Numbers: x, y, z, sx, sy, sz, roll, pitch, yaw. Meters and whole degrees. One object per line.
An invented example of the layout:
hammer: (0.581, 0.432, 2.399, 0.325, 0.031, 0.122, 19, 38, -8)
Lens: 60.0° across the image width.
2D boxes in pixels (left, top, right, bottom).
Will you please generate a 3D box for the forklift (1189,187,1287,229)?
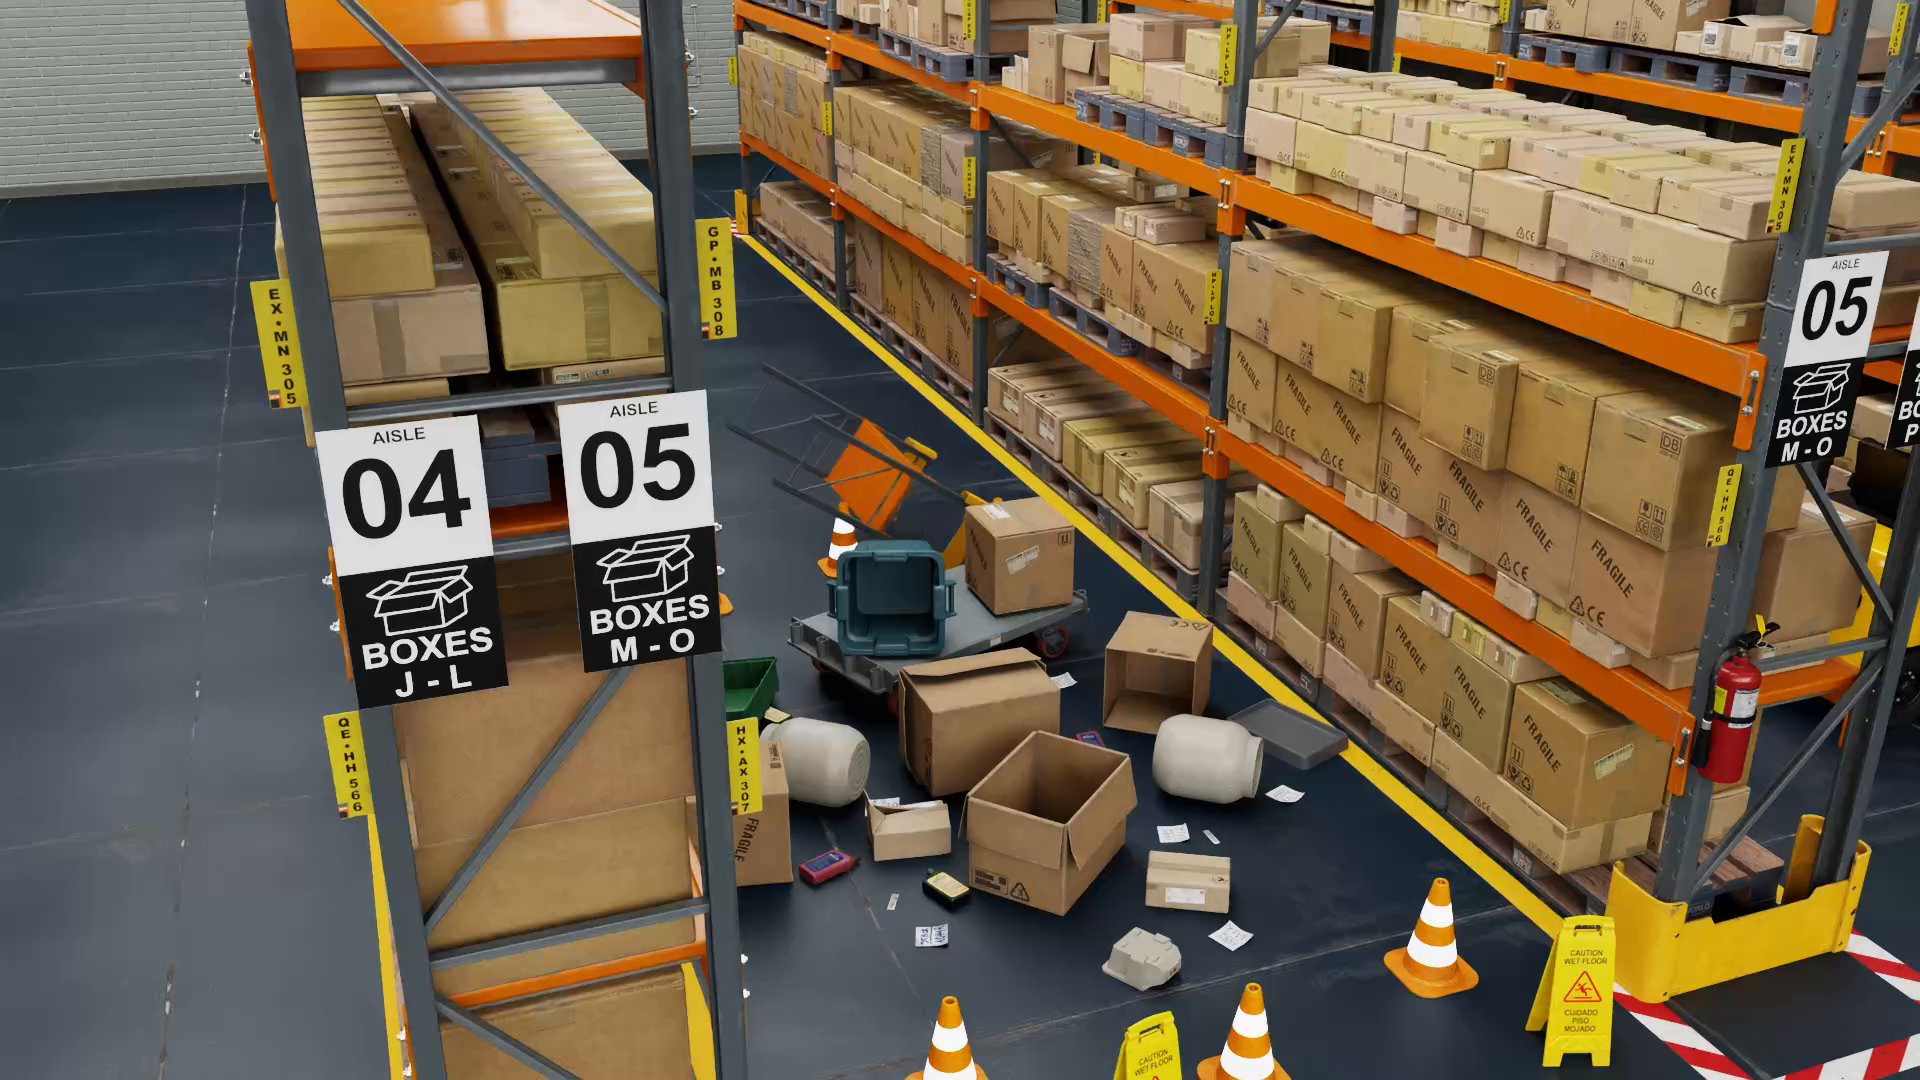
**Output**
forklift: (2.657, -2.735, 14.466, 3.031, 2.935, 1.130, -12, 25, -25)

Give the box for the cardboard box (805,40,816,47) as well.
cardboard box: (-1.561, -5.662, 19.069, 0.380, 0.149, 0.250, -9, 24, -19)

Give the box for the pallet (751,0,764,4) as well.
pallet: (-1.962, -6.405, 19.337, 1.003, 0.211, 1.213, -8, 24, -19)

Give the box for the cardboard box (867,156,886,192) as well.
cardboard box: (-0.565, -3.469, 15.667, 0.500, 0.250, 0.500, -8, 24, -18)

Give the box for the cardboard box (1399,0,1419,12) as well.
cardboard box: (4.454, -5.171, 15.975, 0.380, 0.149, 0.250, -8, 24, -17)

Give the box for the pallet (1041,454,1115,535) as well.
pallet: (1.295, -0.413, 12.459, 1.003, 0.211, 1.213, -8, 24, -19)

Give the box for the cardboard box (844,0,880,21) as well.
cardboard box: (-0.780, -5.140, 15.552, 0.500, 0.500, 0.500, -9, 24, -20)

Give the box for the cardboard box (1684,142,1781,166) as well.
cardboard box: (3.331, -1.599, 7.117, 0.380, 0.149, 0.250, -8, 24, -19)

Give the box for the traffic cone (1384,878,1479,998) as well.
traffic cone: (2.060, 1.672, 7.188, 0.336, 0.463, 0.334, -8, 24, -19)

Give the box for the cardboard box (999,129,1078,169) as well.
cardboard box: (0.647, -3.145, 13.933, 0.500, 0.500, 0.500, -9, 25, -21)

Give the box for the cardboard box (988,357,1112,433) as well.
cardboard box: (0.783, -1.201, 13.580, 0.950, 0.372, 0.625, -10, 25, -23)

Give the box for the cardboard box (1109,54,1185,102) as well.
cardboard box: (1.311, -3.041, 10.892, 0.500, 0.250, 0.500, -8, 24, -18)

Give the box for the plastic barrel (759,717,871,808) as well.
plastic barrel: (-0.754, 1.133, 8.516, 0.512, 0.421, 0.421, 8, 24, 18)

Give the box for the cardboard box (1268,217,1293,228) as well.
cardboard box: (3.782, -3.396, 18.622, 0.500, 0.500, 0.500, -7, 24, -17)

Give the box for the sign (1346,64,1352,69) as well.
sign: (4.340, -5.172, 18.668, 0.100, 0.325, 0.005, -8, 24, -19)

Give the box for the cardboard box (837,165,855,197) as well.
cardboard box: (-0.912, -3.613, 16.654, 0.500, 0.250, 0.500, -9, 24, -20)

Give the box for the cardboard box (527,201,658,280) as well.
cardboard box: (-0.997, -0.841, 4.648, 0.380, 0.149, 0.250, -8, 24, -18)

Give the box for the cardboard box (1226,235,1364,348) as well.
cardboard box: (1.958, -1.426, 9.472, 0.700, 0.500, 0.500, -9, 24, -20)

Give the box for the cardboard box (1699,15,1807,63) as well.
cardboard box: (5.893, -3.743, 12.352, 0.500, 0.311, 0.500, -9, 25, -21)

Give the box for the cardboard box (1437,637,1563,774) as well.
cardboard box: (2.704, 0.765, 8.106, 0.500, 0.500, 0.500, -7, 24, -17)

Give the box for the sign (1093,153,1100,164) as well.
sign: (1.097, -3.000, 13.617, 0.100, 0.325, 0.005, -8, 24, -19)

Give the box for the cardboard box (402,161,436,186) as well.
cardboard box: (-2.141, -1.179, 5.964, 0.500, 0.250, 0.500, -8, 24, -19)

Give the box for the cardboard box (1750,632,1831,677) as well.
cardboard box: (3.492, 0.446, 7.154, 0.380, 0.149, 0.250, -8, 24, -19)

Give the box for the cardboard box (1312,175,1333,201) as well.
cardboard box: (2.118, -1.913, 8.889, 0.380, 0.149, 0.250, -8, 24, -19)

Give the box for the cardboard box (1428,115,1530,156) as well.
cardboard box: (2.438, -1.893, 7.813, 0.380, 0.149, 0.250, -8, 24, -18)

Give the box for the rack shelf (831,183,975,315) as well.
rack shelf: (-0.114, -2.820, 15.505, 1.077, 0.370, 4.000, -8, 24, -19)

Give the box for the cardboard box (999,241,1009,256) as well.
cardboard box: (0.534, -2.359, 13.268, 0.380, 0.149, 0.250, -10, 25, -22)

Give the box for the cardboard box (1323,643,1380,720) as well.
cardboard box: (2.351, 0.738, 9.136, 0.500, 0.250, 0.500, -9, 24, -20)

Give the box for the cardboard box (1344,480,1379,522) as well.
cardboard box: (2.260, -0.231, 8.760, 0.380, 0.149, 0.250, -8, 24, -19)

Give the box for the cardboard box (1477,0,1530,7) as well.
cardboard box: (4.837, -4.826, 14.772, 0.380, 0.149, 0.250, -8, 24, -17)

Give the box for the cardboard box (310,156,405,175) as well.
cardboard box: (-1.970, -1.120, 5.312, 0.380, 0.149, 0.250, -8, 24, -19)

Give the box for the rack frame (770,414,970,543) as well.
rack frame: (-0.477, -0.263, 10.626, 1.500, 0.500, 0.032, 28, 10, -33)

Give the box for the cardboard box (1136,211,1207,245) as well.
cardboard box: (1.376, -2.033, 10.823, 0.380, 0.149, 0.250, -9, 25, -21)

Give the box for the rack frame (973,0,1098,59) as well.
rack frame: (0.593, -5.189, 12.476, 1.000, 3.000, 0.127, -8, 24, -19)

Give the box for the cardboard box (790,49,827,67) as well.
cardboard box: (-1.619, -5.226, 18.035, 0.380, 0.149, 0.250, -9, 24, -20)

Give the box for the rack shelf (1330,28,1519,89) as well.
rack shelf: (4.528, -4.885, 16.542, 1.077, 0.370, 4.000, -8, 24, -19)

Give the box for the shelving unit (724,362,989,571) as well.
shelving unit: (-0.683, -0.472, 11.053, 1.500, 0.587, 1.083, 28, 10, -33)

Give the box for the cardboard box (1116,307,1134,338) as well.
cardboard box: (1.271, -1.477, 11.176, 0.380, 0.149, 0.250, -8, 24, -19)

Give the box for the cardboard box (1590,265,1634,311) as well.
cardboard box: (2.850, -1.063, 6.872, 0.380, 0.149, 0.250, -8, 24, -17)

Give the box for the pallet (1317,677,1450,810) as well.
pallet: (2.711, 0.997, 9.114, 1.003, 0.211, 1.213, -8, 24, -19)

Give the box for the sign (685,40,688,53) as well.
sign: (-4.314, -7.518, 25.376, 0.327, 0.218, 0.001, -8, 24, -19)

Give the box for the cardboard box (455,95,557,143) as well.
cardboard box: (-1.803, -1.672, 6.620, 0.380, 0.149, 0.250, -8, 24, -19)

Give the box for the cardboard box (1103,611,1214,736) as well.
cardboard box: (1.111, 0.755, 9.311, 0.500, 0.500, 0.500, 8, 24, 18)

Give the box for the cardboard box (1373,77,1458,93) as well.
cardboard box: (2.486, -2.436, 9.103, 0.380, 0.149, 0.250, -9, 24, -20)

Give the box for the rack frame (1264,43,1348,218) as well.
rack frame: (3.822, -4.561, 18.709, 1.000, 3.000, 0.127, -8, 24, -19)

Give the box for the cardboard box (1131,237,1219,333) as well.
cardboard box: (1.452, -1.665, 10.785, 0.500, 0.500, 0.500, -8, 24, -19)

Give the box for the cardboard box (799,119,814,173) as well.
cardboard box: (-1.410, -4.244, 17.829, 0.500, 0.500, 0.500, -9, 24, -20)

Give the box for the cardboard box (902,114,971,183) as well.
cardboard box: (-0.193, -3.450, 14.658, 0.500, 0.500, 0.500, -8, 24, -19)

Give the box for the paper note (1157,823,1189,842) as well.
paper note: (1.063, 1.456, 8.272, 0.148, 0.019, 0.142, 0, 23, -1)

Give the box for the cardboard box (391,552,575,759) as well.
cardboard box: (-1.552, 0.304, 5.584, 0.875, 0.550, 0.550, -8, 24, -19)

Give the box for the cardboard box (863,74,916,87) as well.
cardboard box: (-0.762, -4.591, 17.366, 0.500, 0.500, 0.500, -8, 24, -19)

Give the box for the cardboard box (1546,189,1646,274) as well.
cardboard box: (2.822, -1.302, 6.926, 0.500, 0.250, 0.500, -9, 24, -20)

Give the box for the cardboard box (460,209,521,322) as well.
cardboard box: (-1.287, -0.887, 5.271, 0.500, 0.250, 0.500, -9, 24, -20)
